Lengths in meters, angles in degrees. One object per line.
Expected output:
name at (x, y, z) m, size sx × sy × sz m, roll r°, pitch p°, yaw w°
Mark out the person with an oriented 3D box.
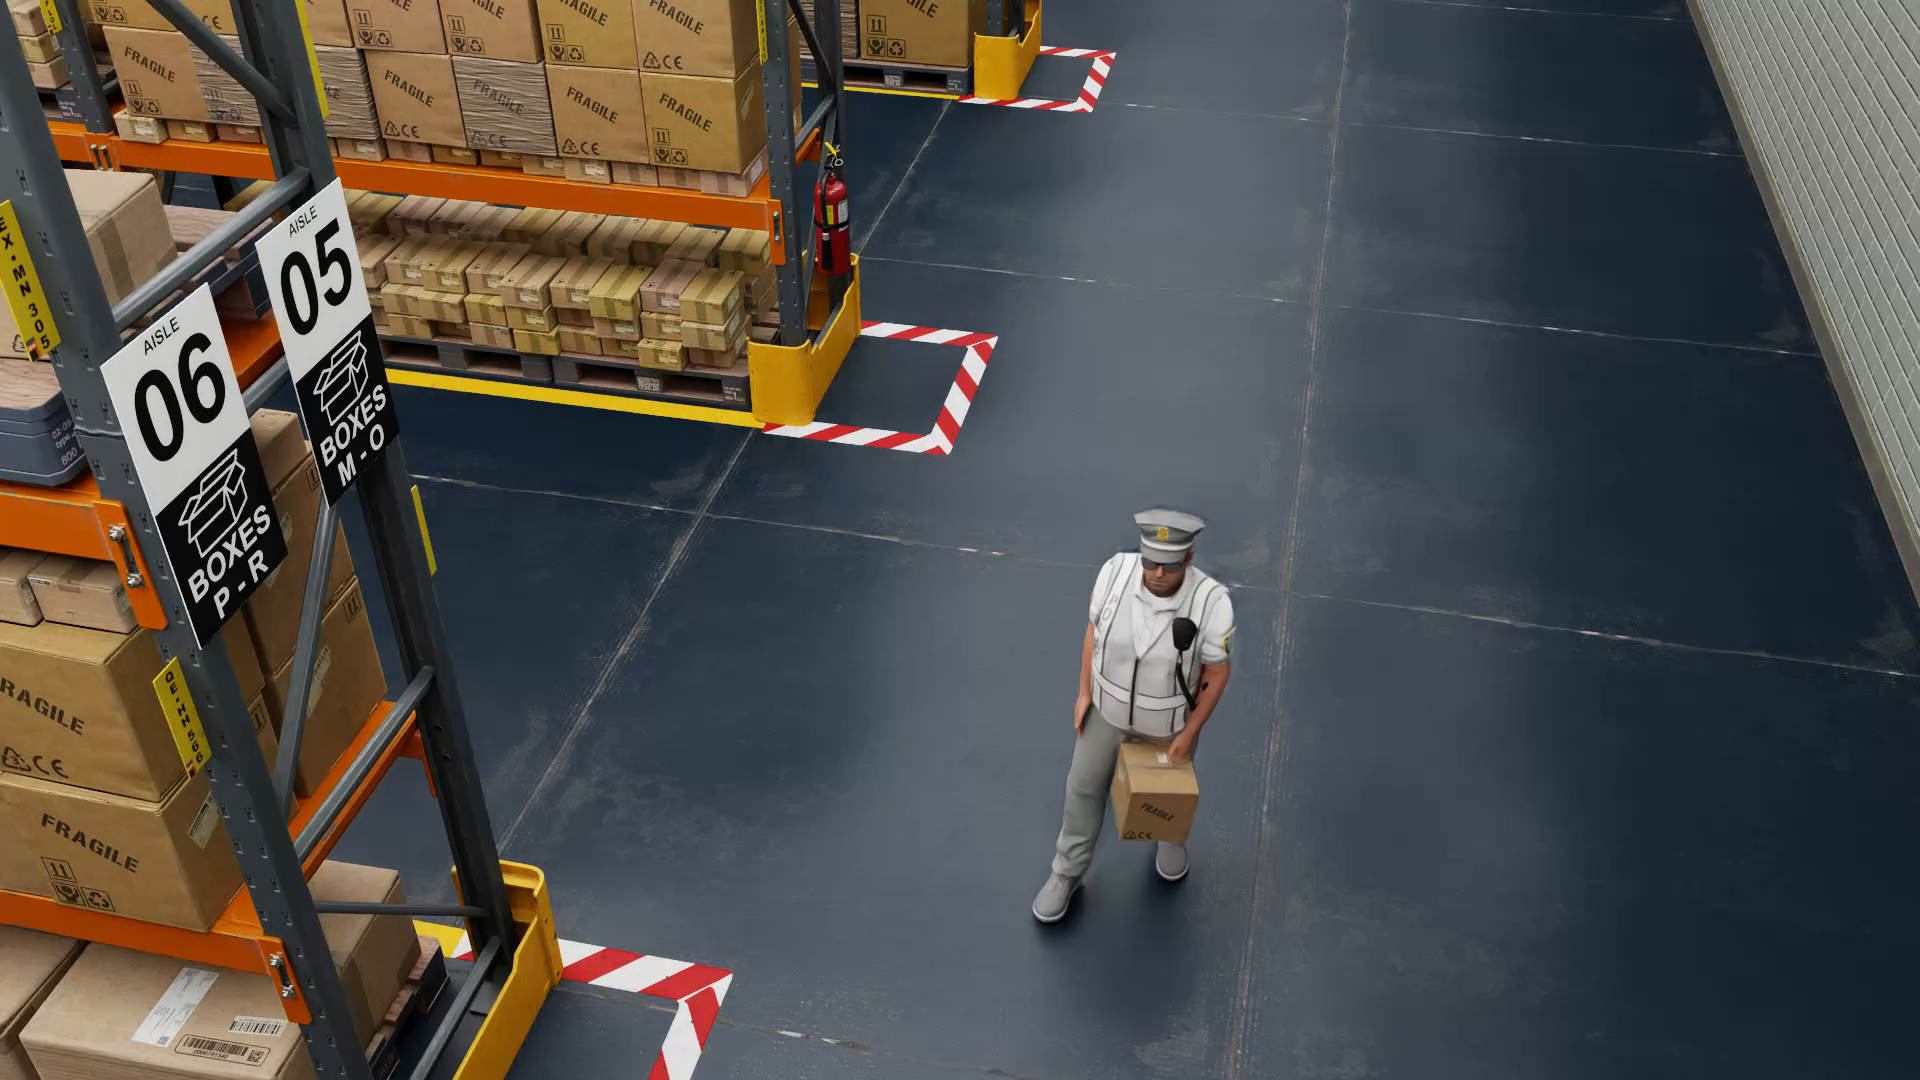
person at (0.656, 0.645, 6.053) m, size 0.585 × 1.760 × 0.732 m, roll 13°, pitch 38°, yaw 17°
